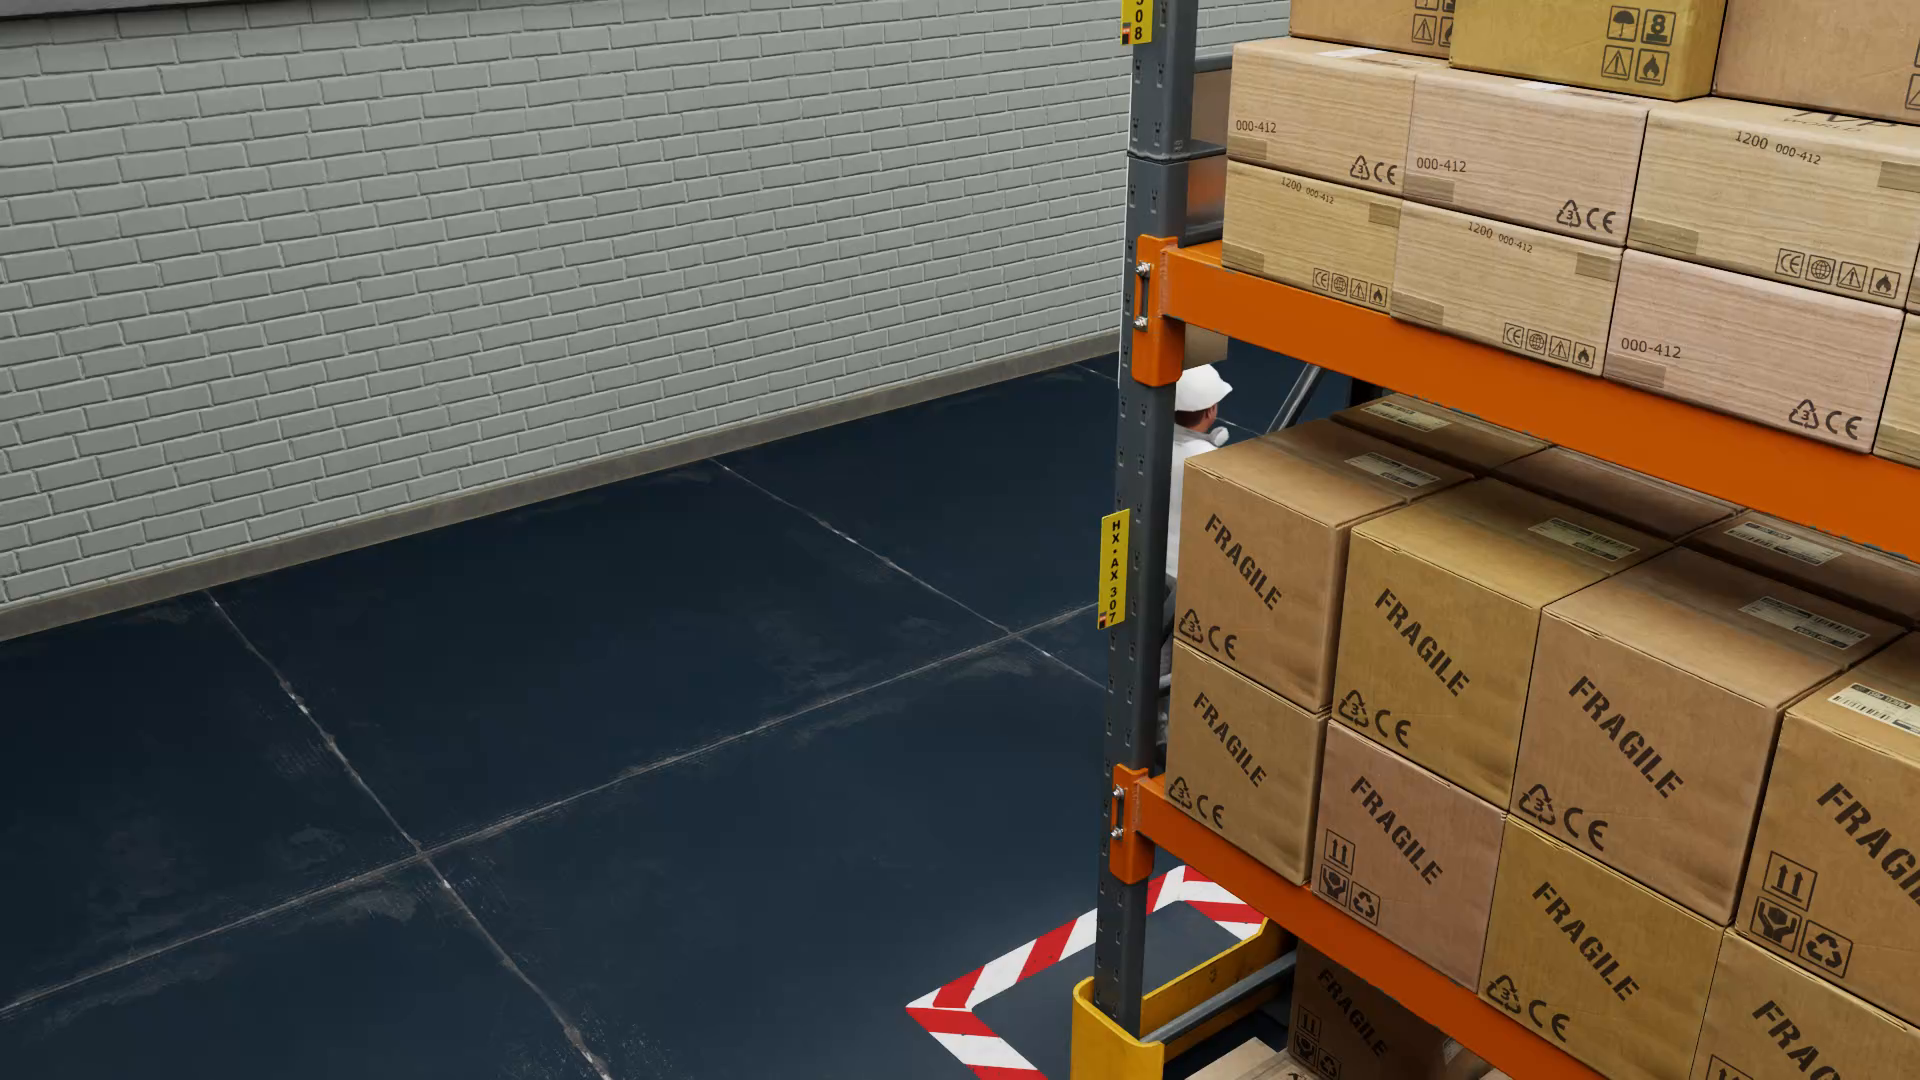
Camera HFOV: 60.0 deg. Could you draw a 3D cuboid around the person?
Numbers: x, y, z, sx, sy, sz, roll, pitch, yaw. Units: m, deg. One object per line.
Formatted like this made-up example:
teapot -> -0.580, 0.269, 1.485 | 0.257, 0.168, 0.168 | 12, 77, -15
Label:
person -> 0.944, 0.114, 6.859 | 0.359, 1.792, 0.531 | -17, 30, -33
